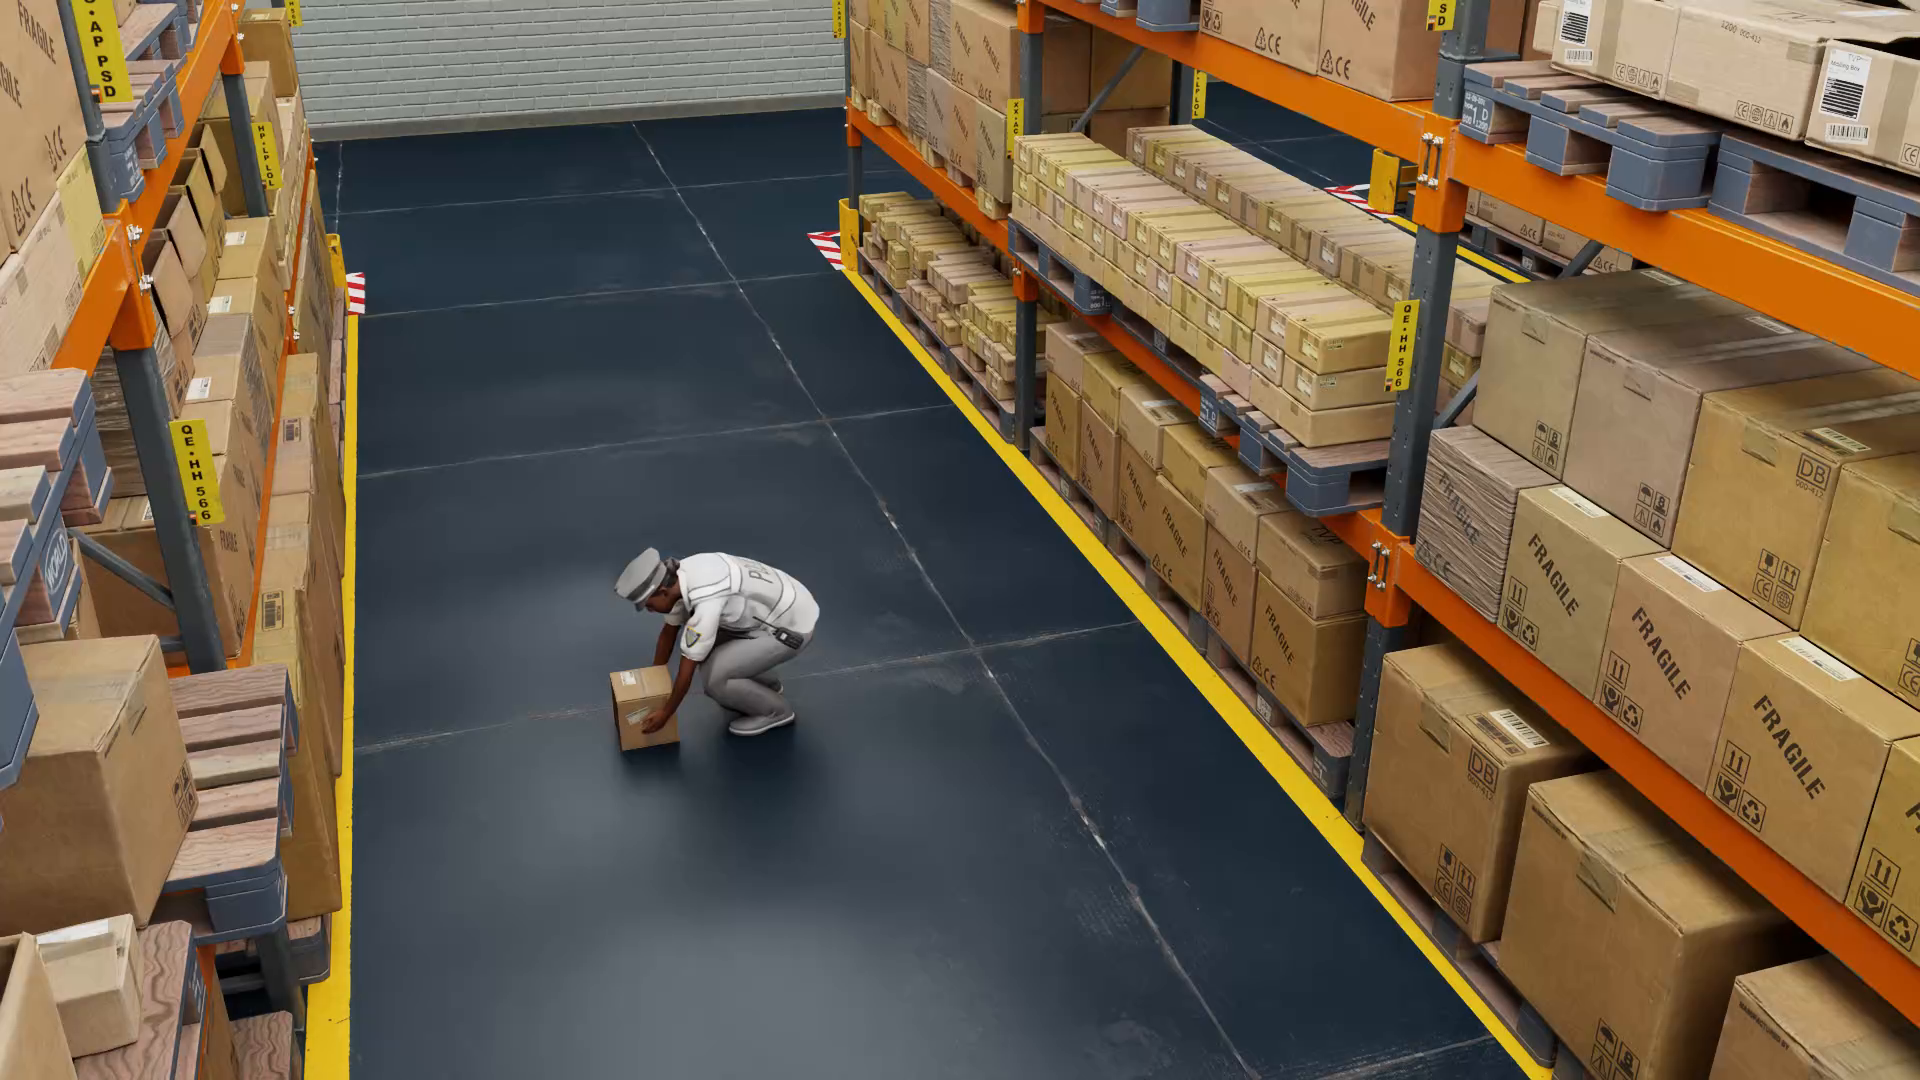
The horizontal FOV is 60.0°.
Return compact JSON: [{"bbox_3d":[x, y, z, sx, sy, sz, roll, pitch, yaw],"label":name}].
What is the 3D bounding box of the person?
[{"bbox_3d":[-1.036,0.400,7.179,0.866,0.899,0.481,-8,28,-16],"label":"person"}]
